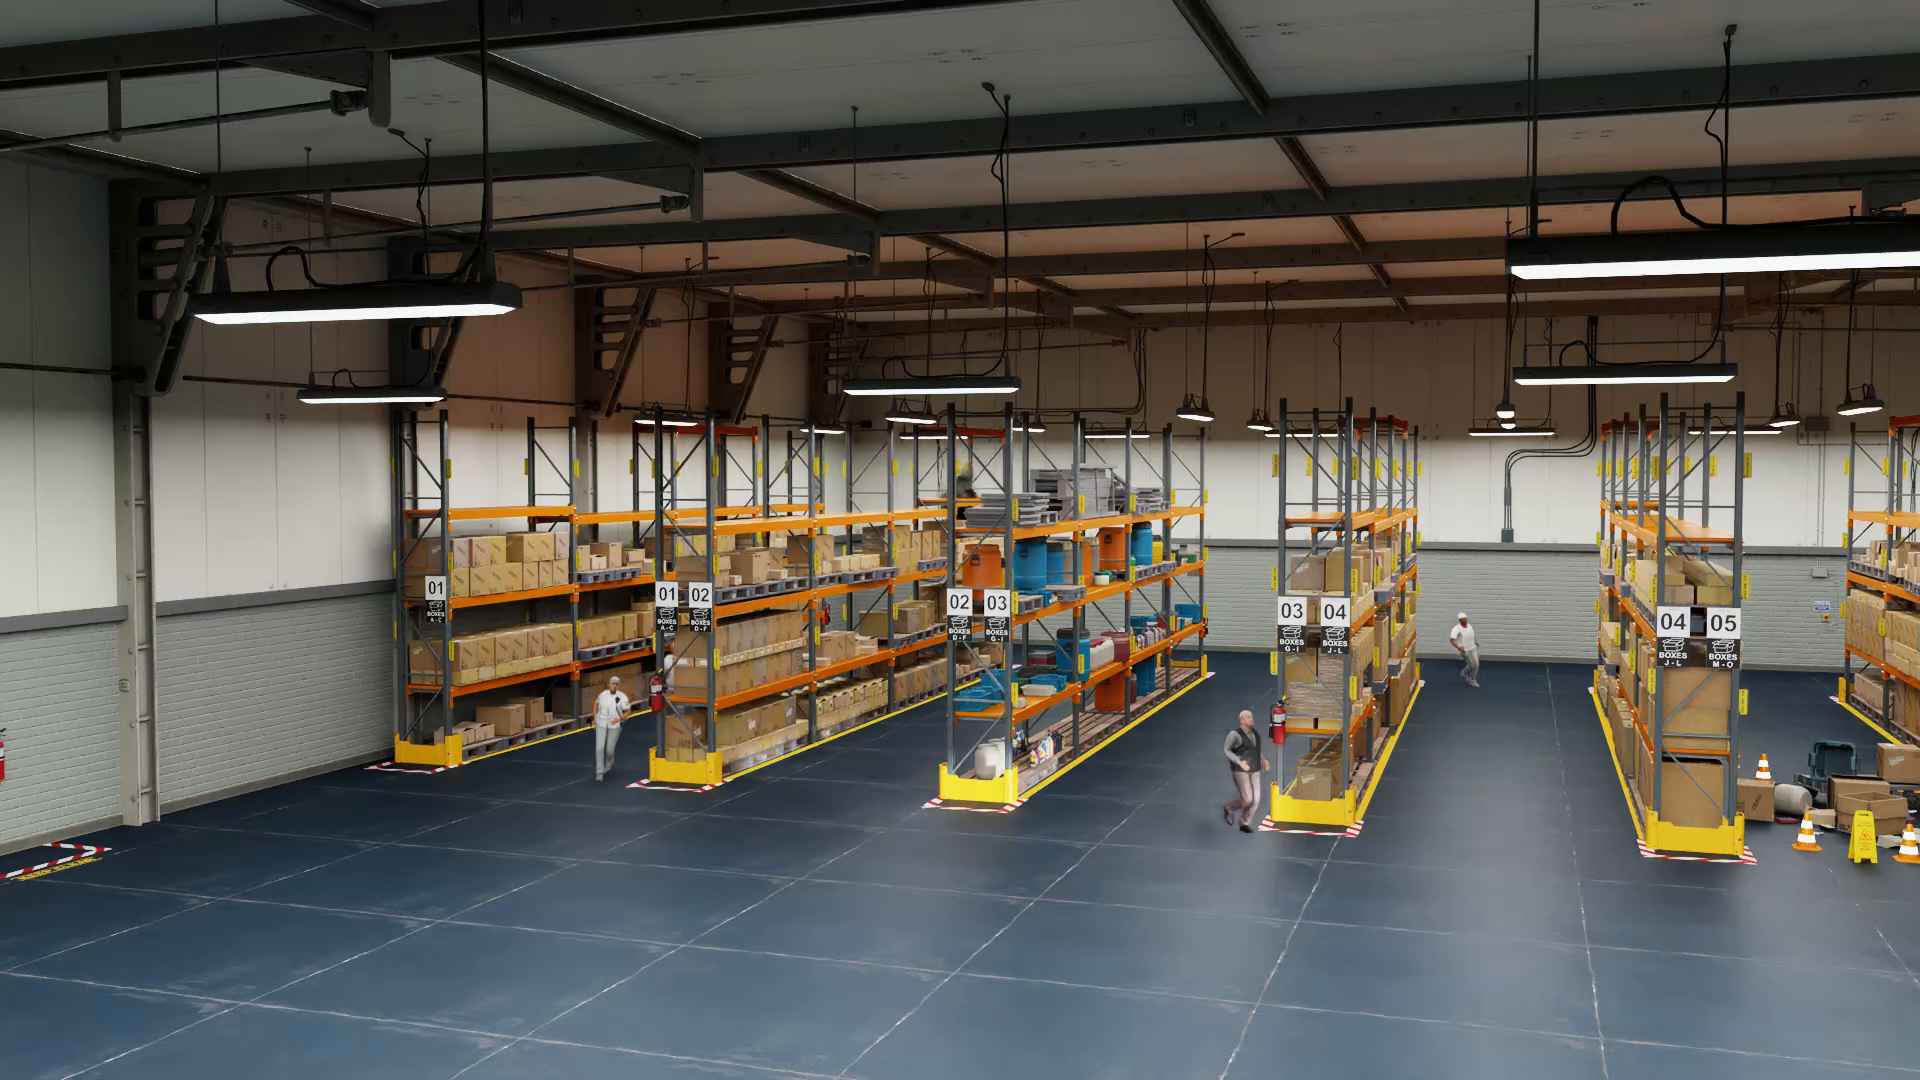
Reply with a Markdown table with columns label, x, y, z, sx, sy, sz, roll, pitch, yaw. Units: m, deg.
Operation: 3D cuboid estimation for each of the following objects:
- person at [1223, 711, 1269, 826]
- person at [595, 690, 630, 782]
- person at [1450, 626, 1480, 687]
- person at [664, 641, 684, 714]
| label | x | y | z | sx | sy | sz | roll | pitch | yaw |
| --- | --- | --- | --- | --- | --- | --- | --- | --- | --- |
| person | 3.933 | 3.158 | 22.857 | 0.646 | 1.608 | 0.533 | -2 | 3 | -33 |
| person | -5.635 | 3.144 | 26.960 | 0.588 | 1.454 | 0.777 | 0 | 2 | -4 |
| person | 11.624 | 2.655 | 38.273 | 0.698 | 1.429 | 0.536 | -1 | 3 | -22 |
| person | -5.329 | 2.797 | 31.185 | 0.626 | 1.844 | 1.008 | 0 | 2 | 10 |
